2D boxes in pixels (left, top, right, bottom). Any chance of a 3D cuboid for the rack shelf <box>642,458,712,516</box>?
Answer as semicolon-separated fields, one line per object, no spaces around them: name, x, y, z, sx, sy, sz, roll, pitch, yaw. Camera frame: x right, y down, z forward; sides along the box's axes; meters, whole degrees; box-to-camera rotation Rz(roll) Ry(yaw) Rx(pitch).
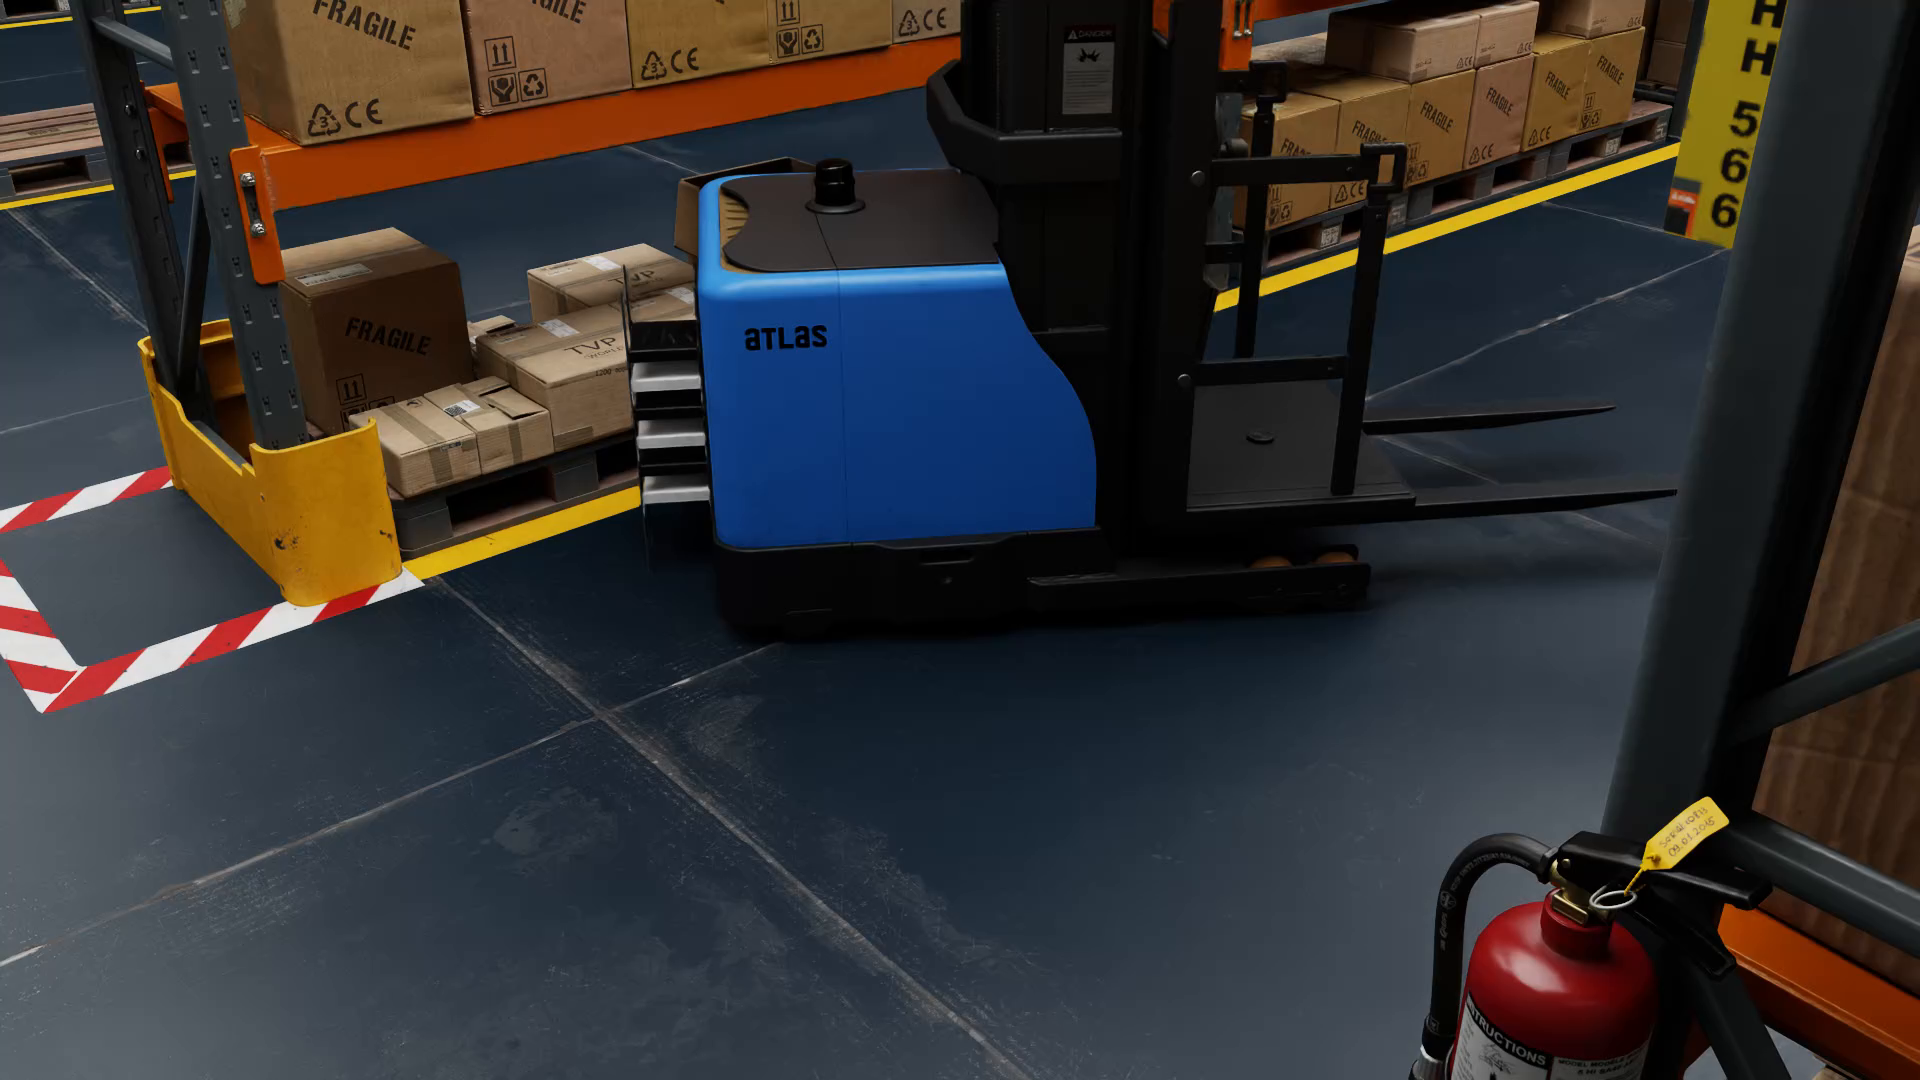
rack shelf;-0.861;-0.169;5.063;0.200;0.077;0.258;-4;28;-7

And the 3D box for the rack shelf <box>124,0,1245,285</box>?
rack shelf;-0.717;-1.647;5.912;4.000;0.370;1.077;-22;35;-35

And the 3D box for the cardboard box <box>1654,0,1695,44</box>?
cardboard box;4.436;-3.074;9.697;0.500;0.311;0.500;-21;34;-33

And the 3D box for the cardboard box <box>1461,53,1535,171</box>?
cardboard box;2.499;-2.200;8.369;0.500;0.500;0.500;-23;36;-37

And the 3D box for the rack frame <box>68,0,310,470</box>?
rack frame;-2.239;-1.352;4.598;0.127;3.000;1.000;-22;35;-35

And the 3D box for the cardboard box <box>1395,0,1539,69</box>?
cardboard box;2.472;-2.518;8.170;0.500;0.250;0.500;-23;36;-36

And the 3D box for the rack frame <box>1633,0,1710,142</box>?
rack frame;3.847;-3.800;9.177;0.127;3.000;1.000;-22;35;-35

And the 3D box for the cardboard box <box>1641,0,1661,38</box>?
cardboard box;4.086;-3.268;10.059;0.500;0.311;0.500;-21;34;-34

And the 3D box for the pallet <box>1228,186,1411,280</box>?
pallet;1.398;-1.608;8.036;1.213;0.211;1.003;-22;35;-35

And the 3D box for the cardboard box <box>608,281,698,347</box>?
cardboard box;-0.880;-0.704;5.836;0.500;0.250;0.500;-22;35;-35

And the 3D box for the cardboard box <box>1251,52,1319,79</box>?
cardboard box;1.375;-2.069;8.125;0.500;0.500;0.500;-22;35;-35

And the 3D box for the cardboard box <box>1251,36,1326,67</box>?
cardboard box;1.757;-2.223;8.412;0.500;0.500;0.500;-21;35;-34

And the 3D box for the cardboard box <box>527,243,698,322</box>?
cardboard box;-1.243;-0.868;6.142;0.500;0.250;0.500;-22;35;-35

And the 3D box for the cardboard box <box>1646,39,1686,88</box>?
cardboard box;4.436;-2.827;9.829;0.500;0.250;0.500;-22;35;-35

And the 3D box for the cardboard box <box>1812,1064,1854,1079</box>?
cardboard box;1.447;1.090;2.234;0.500;0.500;0.700;-22;35;-35

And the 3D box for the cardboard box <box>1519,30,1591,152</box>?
cardboard box;2.894;-2.363;8.674;0.500;0.500;0.500;-23;36;-37

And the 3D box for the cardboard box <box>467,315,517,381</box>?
cardboard box;-1.619;-0.643;5.810;0.250;0.166;0.380;-22;35;-35

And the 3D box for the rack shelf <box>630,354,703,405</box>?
rack shelf;-0.861;-0.486;4.894;0.200;0.077;0.258;-4;28;-7

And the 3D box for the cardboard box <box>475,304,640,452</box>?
cardboard box;-1.261;-0.551;5.549;0.500;0.250;0.500;-22;35;-35

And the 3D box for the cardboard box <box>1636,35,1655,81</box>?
cardboard box;4.089;-3.020;10.191;0.500;0.250;0.500;-21;35;-34

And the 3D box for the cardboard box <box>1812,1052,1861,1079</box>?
cardboard box;1.426;0.699;2.277;0.250;0.149;0.380;-22;35;-35

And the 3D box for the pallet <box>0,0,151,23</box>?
pallet;-7.181;-4.319;13.109;1.213;0.211;1.003;-22;35;-35

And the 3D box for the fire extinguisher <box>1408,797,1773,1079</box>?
fire extinguisher;0.565;0.502;1.606;0.183;0.674;0.296;-22;35;-35

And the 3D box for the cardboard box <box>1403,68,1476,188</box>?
cardboard box;2.114;-2.045;8.080;0.500;0.500;0.500;-21;35;-34

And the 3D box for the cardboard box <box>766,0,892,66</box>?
cardboard box;-0.576;-1.902;5.521;0.500;0.500;0.500;-21;35;-34

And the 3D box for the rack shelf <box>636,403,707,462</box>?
rack shelf;-0.861;-0.327;4.979;0.200;0.077;0.258;-4;28;-7

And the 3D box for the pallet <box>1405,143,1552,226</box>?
pallet;2.327;-1.984;8.738;1.213;0.211;1.003;-22;35;-35

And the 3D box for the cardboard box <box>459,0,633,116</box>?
cardboard box;-1.341;-1.597;4.950;0.500;0.500;0.500;-22;35;-35

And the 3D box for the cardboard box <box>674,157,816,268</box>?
cardboard box;-0.622;-1.092;6.293;0.637;0.503;0.797;-22;35;-35

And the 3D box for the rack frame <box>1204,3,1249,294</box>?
rack frame;0.804;-2.576;6.888;0.127;3.000;1.000;-22;35;-35

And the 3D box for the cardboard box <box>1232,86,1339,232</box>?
cardboard box;1.330;-1.728;7.486;0.500;0.500;0.500;-24;36;-37

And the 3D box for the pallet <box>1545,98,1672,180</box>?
pallet;3.254;-2.355;9.433;1.213;0.211;1.003;-22;35;-35

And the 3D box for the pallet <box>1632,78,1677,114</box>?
pallet;4.499;-2.808;10.280;1.213;0.211;1.003;-22;35;-35

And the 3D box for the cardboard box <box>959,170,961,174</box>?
cardboard box;0.344;-1.533;7.322;0.500;0.311;0.500;-22;35;-35

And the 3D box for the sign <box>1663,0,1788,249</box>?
sign;0.637;-0.391;1.320;0.005;0.325;0.100;-22;35;-35

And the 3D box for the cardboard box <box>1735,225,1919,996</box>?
cardboard box;1.361;0.131;1.504;0.700;0.700;0.980;-20;34;-33

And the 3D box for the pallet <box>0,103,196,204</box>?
pallet;-4.799;-2.138;9.027;1.213;0.211;1.003;-22;35;-35

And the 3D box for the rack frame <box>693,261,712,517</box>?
rack frame;-0.760;-0.363;4.975;0.006;0.900;0.240;-4;28;-7

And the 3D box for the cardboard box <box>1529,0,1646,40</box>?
cardboard box;3.248;-2.833;8.758;0.500;0.250;0.500;-20;34;-33

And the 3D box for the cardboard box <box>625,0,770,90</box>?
cardboard box;-0.958;-1.750;5.236;0.500;0.500;0.500;-22;35;-35

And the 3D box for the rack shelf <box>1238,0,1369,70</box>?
rack shelf;2.326;-2.870;8.202;4.000;0.370;1.077;-22;35;-35

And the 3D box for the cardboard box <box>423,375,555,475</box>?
cardboard box;-1.507;-0.378;5.314;0.250;0.166;0.380;-22;35;-35

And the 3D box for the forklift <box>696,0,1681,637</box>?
forklift;0.758;-1.322;4.613;3.031;2.935;1.130;-4;28;-7

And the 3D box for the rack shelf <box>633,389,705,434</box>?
rack shelf;-0.861;-0.407;4.936;0.200;0.077;0.258;-4;28;-7

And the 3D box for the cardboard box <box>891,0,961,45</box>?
cardboard box;-0.190;-2.059;5.814;0.500;0.500;0.500;-21;35;-34

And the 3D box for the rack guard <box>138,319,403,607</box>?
rack guard;-2.181;-0.273;5.230;0.348;0.500;1.175;-22;35;-35

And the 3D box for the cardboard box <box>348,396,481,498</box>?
cardboard box;-1.697;-0.294;5.175;0.250;0.149;0.380;-22;35;-35

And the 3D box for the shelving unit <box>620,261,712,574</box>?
shelving unit;-0.861;-0.357;4.963;0.210;0.900;0.258;-4;28;-7

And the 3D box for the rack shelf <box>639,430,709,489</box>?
rack shelf;-0.861;-0.248;5.021;0.200;0.077;0.258;-4;28;-7

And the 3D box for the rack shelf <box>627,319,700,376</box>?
rack shelf;-0.861;-0.566;4.851;0.200;0.077;0.258;-4;28;-7

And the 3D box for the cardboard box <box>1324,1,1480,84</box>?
cardboard box;2.091;-2.365;7.882;0.500;0.250;0.500;-22;35;-35

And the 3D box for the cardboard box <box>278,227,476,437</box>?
cardboard box;-1.985;-0.698;5.560;0.500;0.500;0.500;-22;35;-35

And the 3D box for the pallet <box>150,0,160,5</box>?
pallet;-6.252;-4.695;13.811;1.213;0.211;1.003;-22;35;-35

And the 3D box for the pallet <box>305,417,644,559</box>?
pallet;-1.575;-0.390;5.756;1.213;0.211;1.003;-22;35;-35

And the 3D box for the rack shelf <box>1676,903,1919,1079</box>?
rack shelf;2.501;0.128;2.591;4.000;0.370;1.077;-22;35;-35

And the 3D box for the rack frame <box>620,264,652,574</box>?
rack frame;-0.961;-0.350;4.951;0.006;0.900;0.240;-4;28;-7

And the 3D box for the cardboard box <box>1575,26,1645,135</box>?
cardboard box;3.288;-2.521;8.970;0.500;0.500;0.500;-20;34;-33

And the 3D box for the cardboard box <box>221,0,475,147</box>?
cardboard box;-1.730;-1.438;4.651;0.500;0.500;0.500;-21;35;-34

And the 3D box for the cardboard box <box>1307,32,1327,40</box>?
cardboard box;2.142;-2.379;8.705;0.500;0.500;0.500;-23;36;-37

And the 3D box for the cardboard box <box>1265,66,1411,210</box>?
cardboard box;1.729;-1.895;7.799;0.500;0.500;0.500;-21;35;-34
